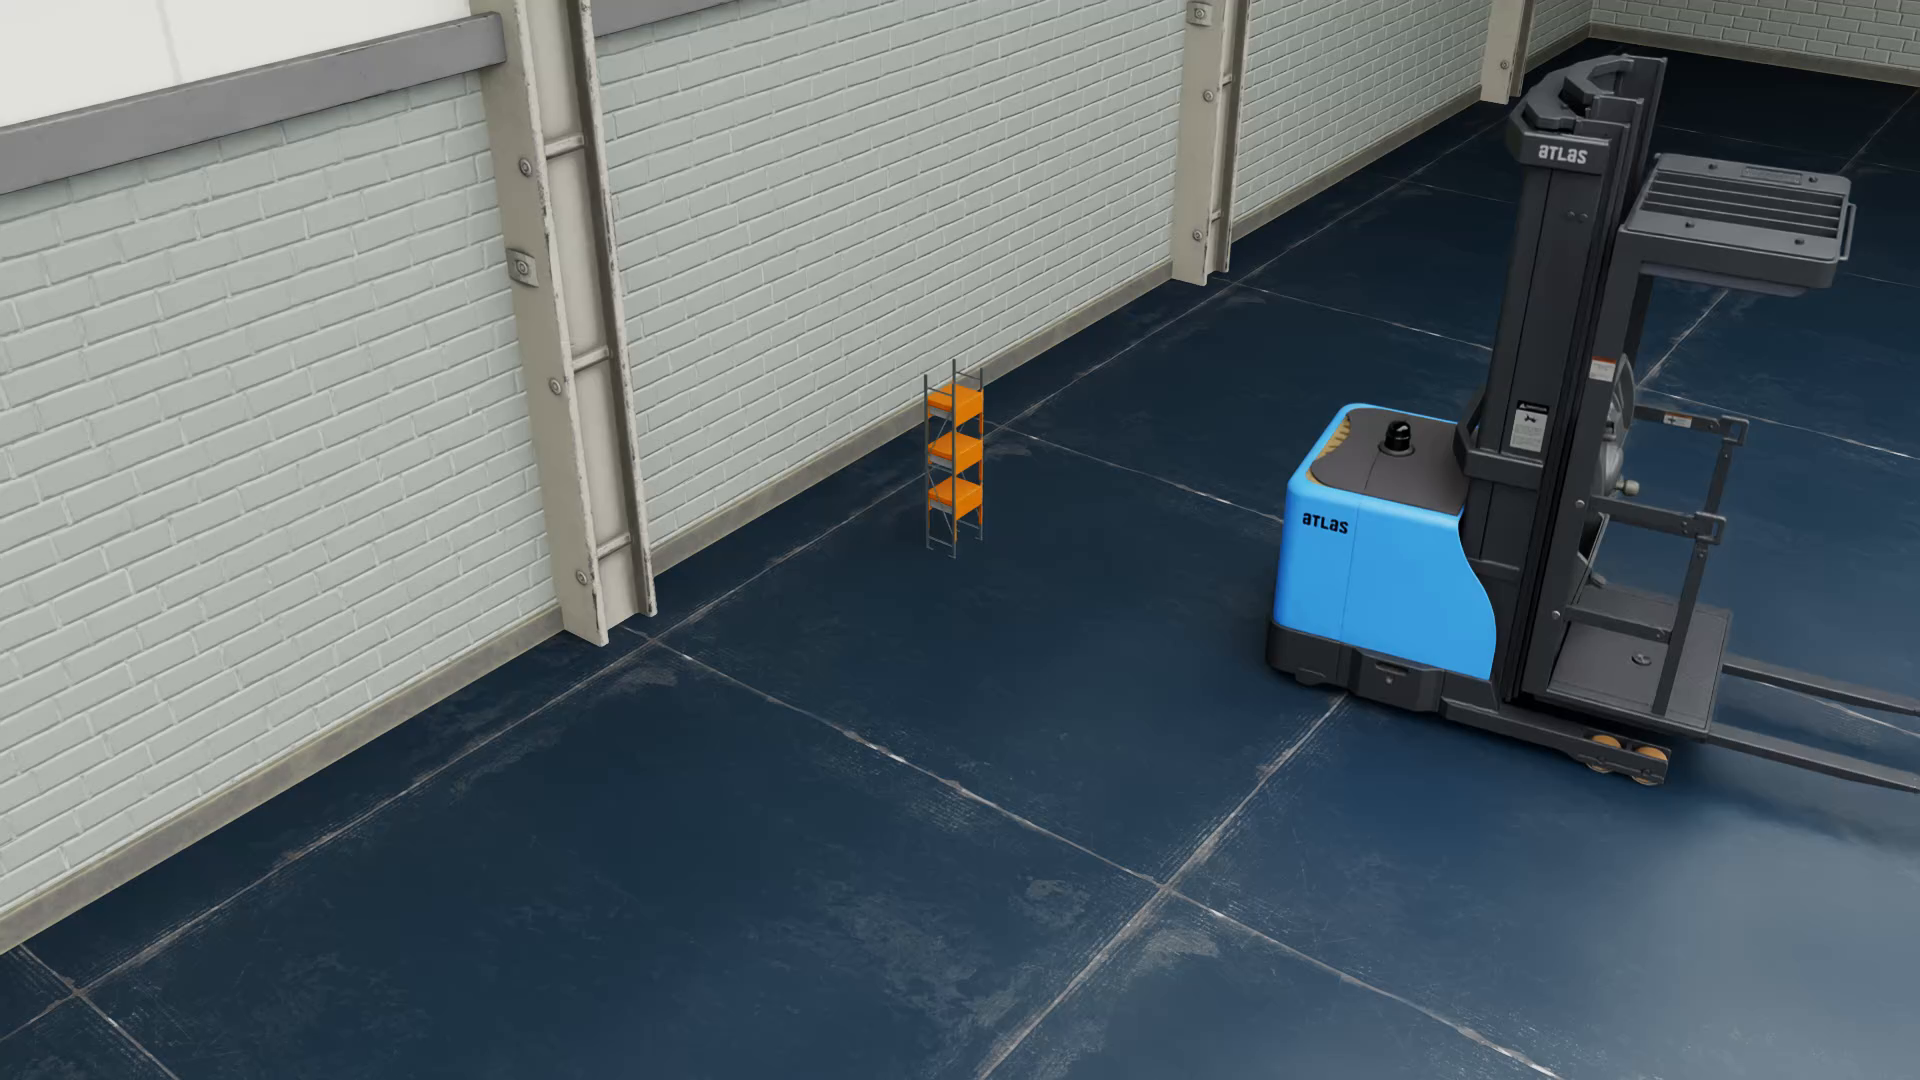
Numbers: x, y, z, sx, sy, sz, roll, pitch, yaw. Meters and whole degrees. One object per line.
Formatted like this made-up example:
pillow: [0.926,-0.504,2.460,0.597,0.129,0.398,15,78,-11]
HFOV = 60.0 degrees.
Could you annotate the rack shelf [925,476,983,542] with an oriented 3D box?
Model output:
rack shelf: [-0.032,-0.182,9.093,0.215,0.259,0.240,21,37,31]

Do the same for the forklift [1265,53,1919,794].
forklift: [3.041,-0.480,7.185,3.031,2.935,1.130,15,34,23]

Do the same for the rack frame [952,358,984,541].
rack frame: [0.041,-0.479,9.029,0.200,1.050,0.008,21,37,31]

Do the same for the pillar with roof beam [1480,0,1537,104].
pillar with roof beam: [8.872,-7.015,12.260,9.100,9.000,0.400,21,37,31]

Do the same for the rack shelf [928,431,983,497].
rack shelf: [-0.032,-0.421,8.951,0.215,0.259,0.240,21,37,31]

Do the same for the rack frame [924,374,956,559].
rack frame: [-0.106,-0.380,8.862,0.200,1.050,0.008,21,37,31]

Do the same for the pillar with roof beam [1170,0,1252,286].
pillar with roof beam: [5.250,-4.576,8.145,9.100,9.000,0.400,21,37,31]

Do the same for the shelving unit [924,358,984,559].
shelving unit: [-0.032,-0.430,8.946,0.215,1.050,0.252,21,37,31]

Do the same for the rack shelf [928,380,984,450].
rack shelf: [-0.032,-0.665,8.806,0.215,0.259,0.240,21,37,31]

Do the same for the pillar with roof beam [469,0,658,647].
pillar with roof beam: [1.628,-2.137,4.030,9.100,9.000,0.400,21,37,31]
